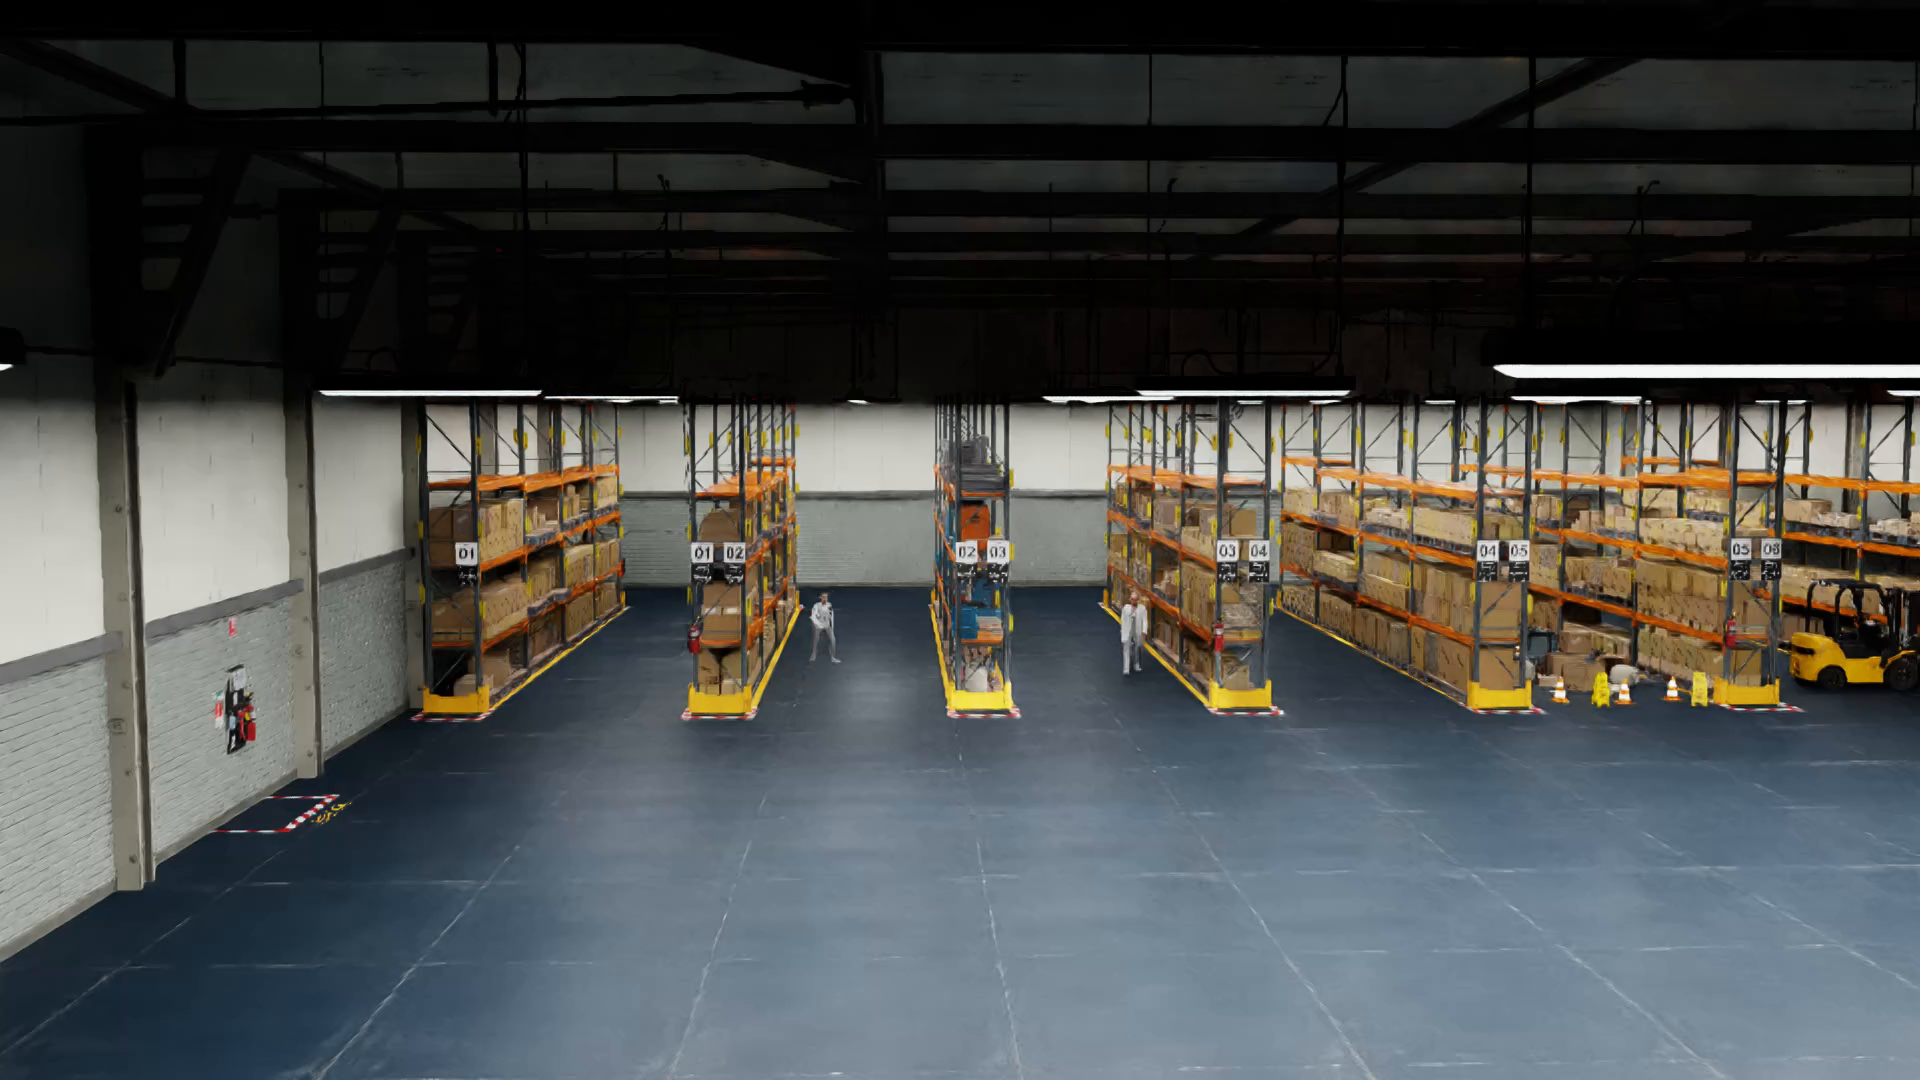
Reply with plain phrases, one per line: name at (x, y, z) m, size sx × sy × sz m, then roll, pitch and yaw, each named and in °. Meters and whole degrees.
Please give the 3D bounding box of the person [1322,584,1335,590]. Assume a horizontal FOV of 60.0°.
person at (11.311, 0.745, 51.301) m, size 0.603 × 1.748 × 0.570 m, roll 3°, pitch 6°, yaw 34°

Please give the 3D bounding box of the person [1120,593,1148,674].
person at (3.736, 1.988, 35.651) m, size 0.599 × 1.714 × 1.094 m, roll 0°, pitch 5°, yaw 6°

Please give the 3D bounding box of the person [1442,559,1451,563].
person at (13.092, 1.279, 44.872) m, size 0.574 × 1.665 × 0.591 m, roll 1°, pitch 5°, yaw 11°

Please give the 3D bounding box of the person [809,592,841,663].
person at (-3.065, 1.929, 37.238) m, size 0.639 × 1.610 × 0.807 m, roll -2°, pitch 5°, yaw -18°
